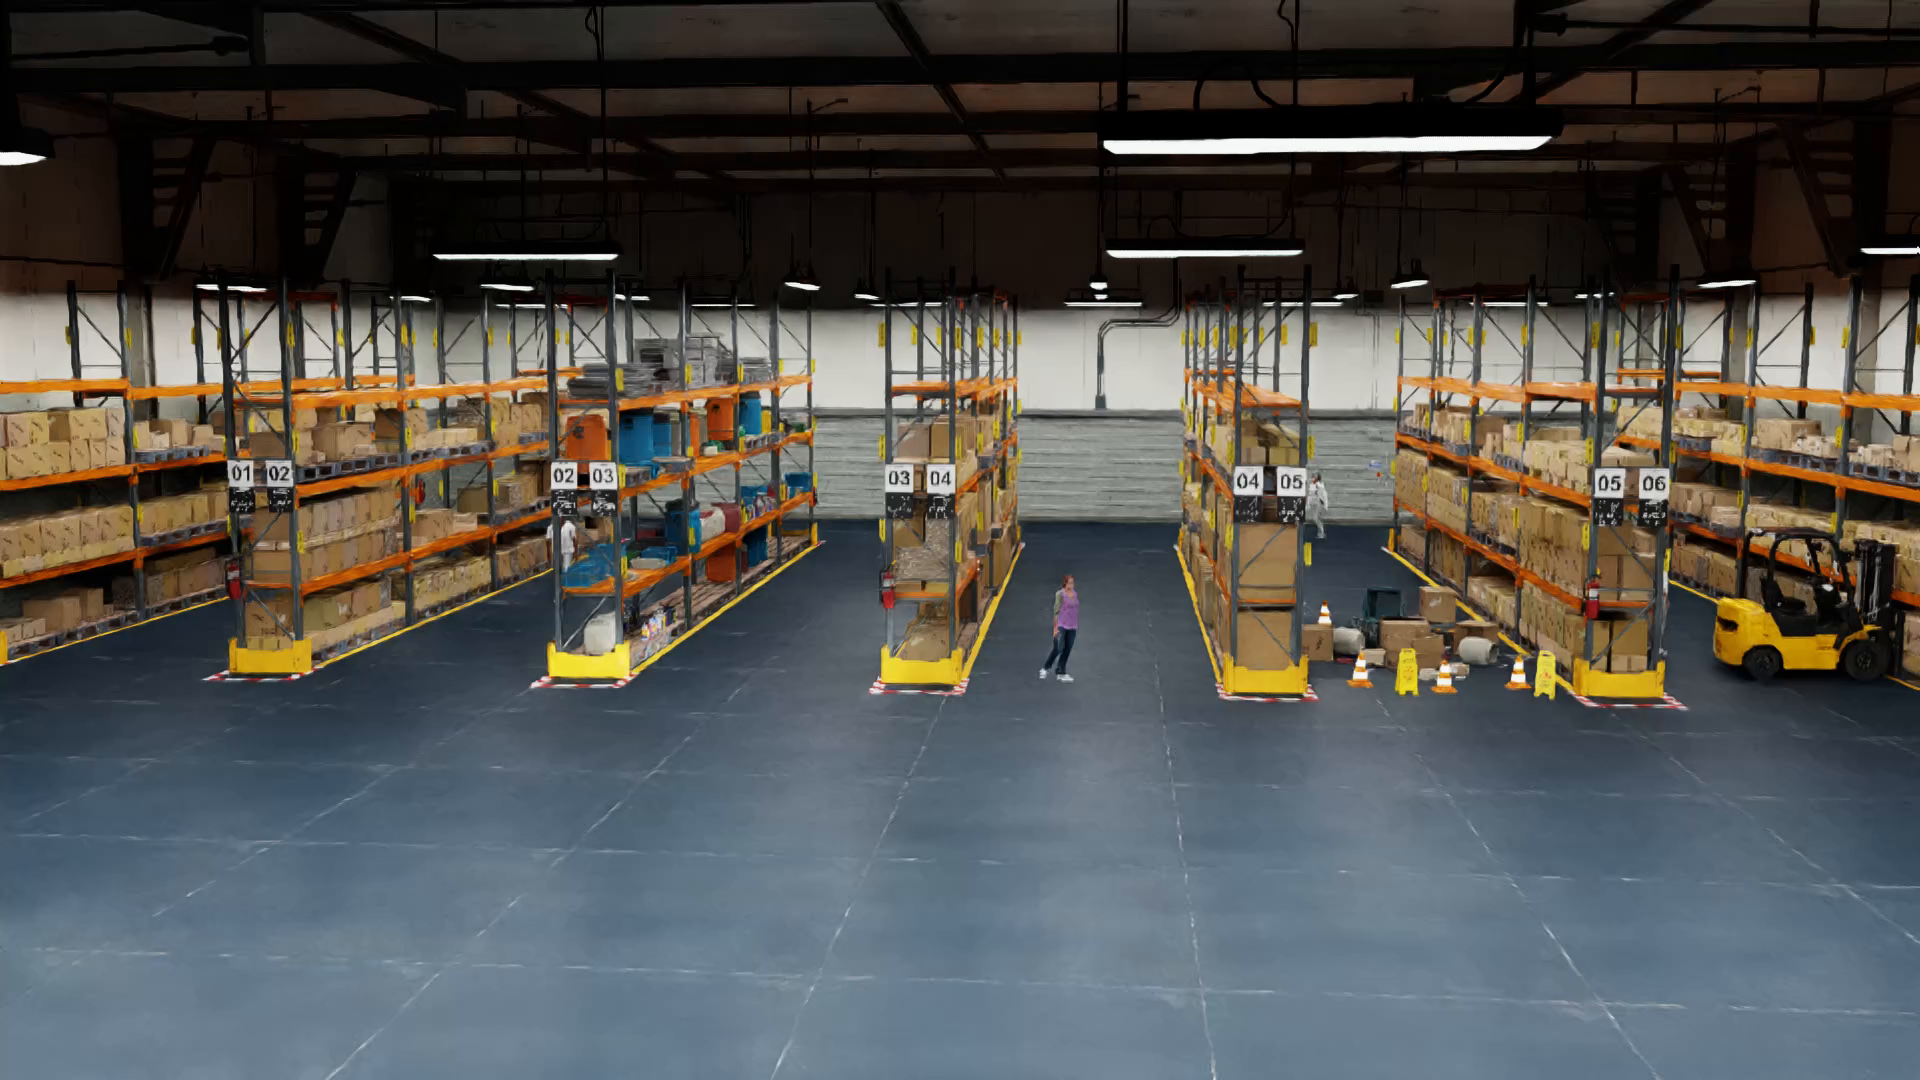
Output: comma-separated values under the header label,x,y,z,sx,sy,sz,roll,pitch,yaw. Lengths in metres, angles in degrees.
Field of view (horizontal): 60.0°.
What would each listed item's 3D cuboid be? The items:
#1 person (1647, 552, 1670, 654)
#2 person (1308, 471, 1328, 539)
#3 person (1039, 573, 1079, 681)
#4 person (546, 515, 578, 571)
label,x,y,z,sx,sy,sz,roll,pitch,yaw
person,11.157,0.998,26.611,0.347,1.637,0.470,-3,8,-25
person,8.957,-0.889,41.607,0.457,1.666,0.586,-4,8,-27
person,1.454,1.275,24.227,0.571,1.586,0.437,-5,9,-37
person,-7.773,0.217,32.390,0.582,1.686,1.113,0,7,3
